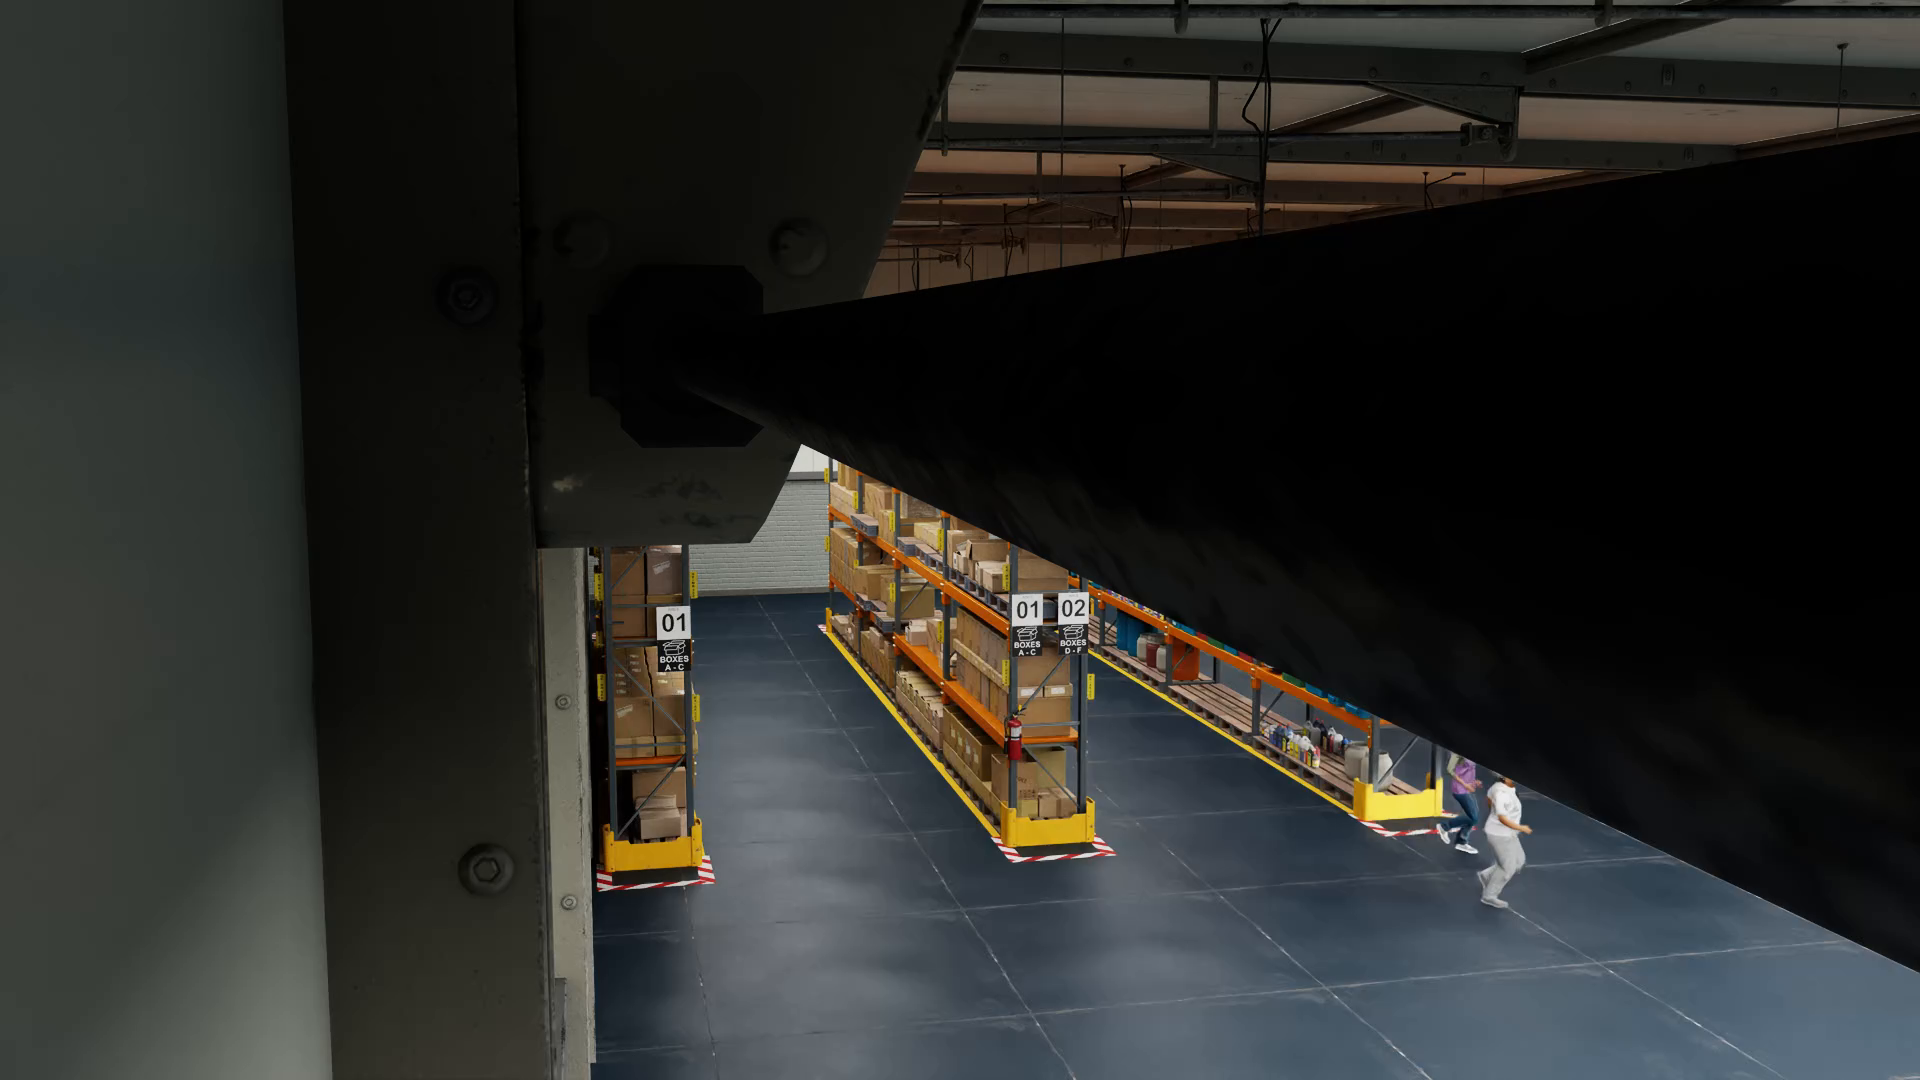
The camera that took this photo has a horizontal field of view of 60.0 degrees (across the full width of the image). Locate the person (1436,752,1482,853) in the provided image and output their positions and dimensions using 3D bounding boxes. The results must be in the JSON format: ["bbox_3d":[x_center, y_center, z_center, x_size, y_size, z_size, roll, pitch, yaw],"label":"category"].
[{"bbox_3d":[6.234,3.120,20.701,0.475,1.564,0.551,4,8,28],"label":"person"}]

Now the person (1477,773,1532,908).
[{"bbox_3d":[6.149,3.312,18.712,0.536,1.626,0.639,2,7,16],"label":"person"}]
